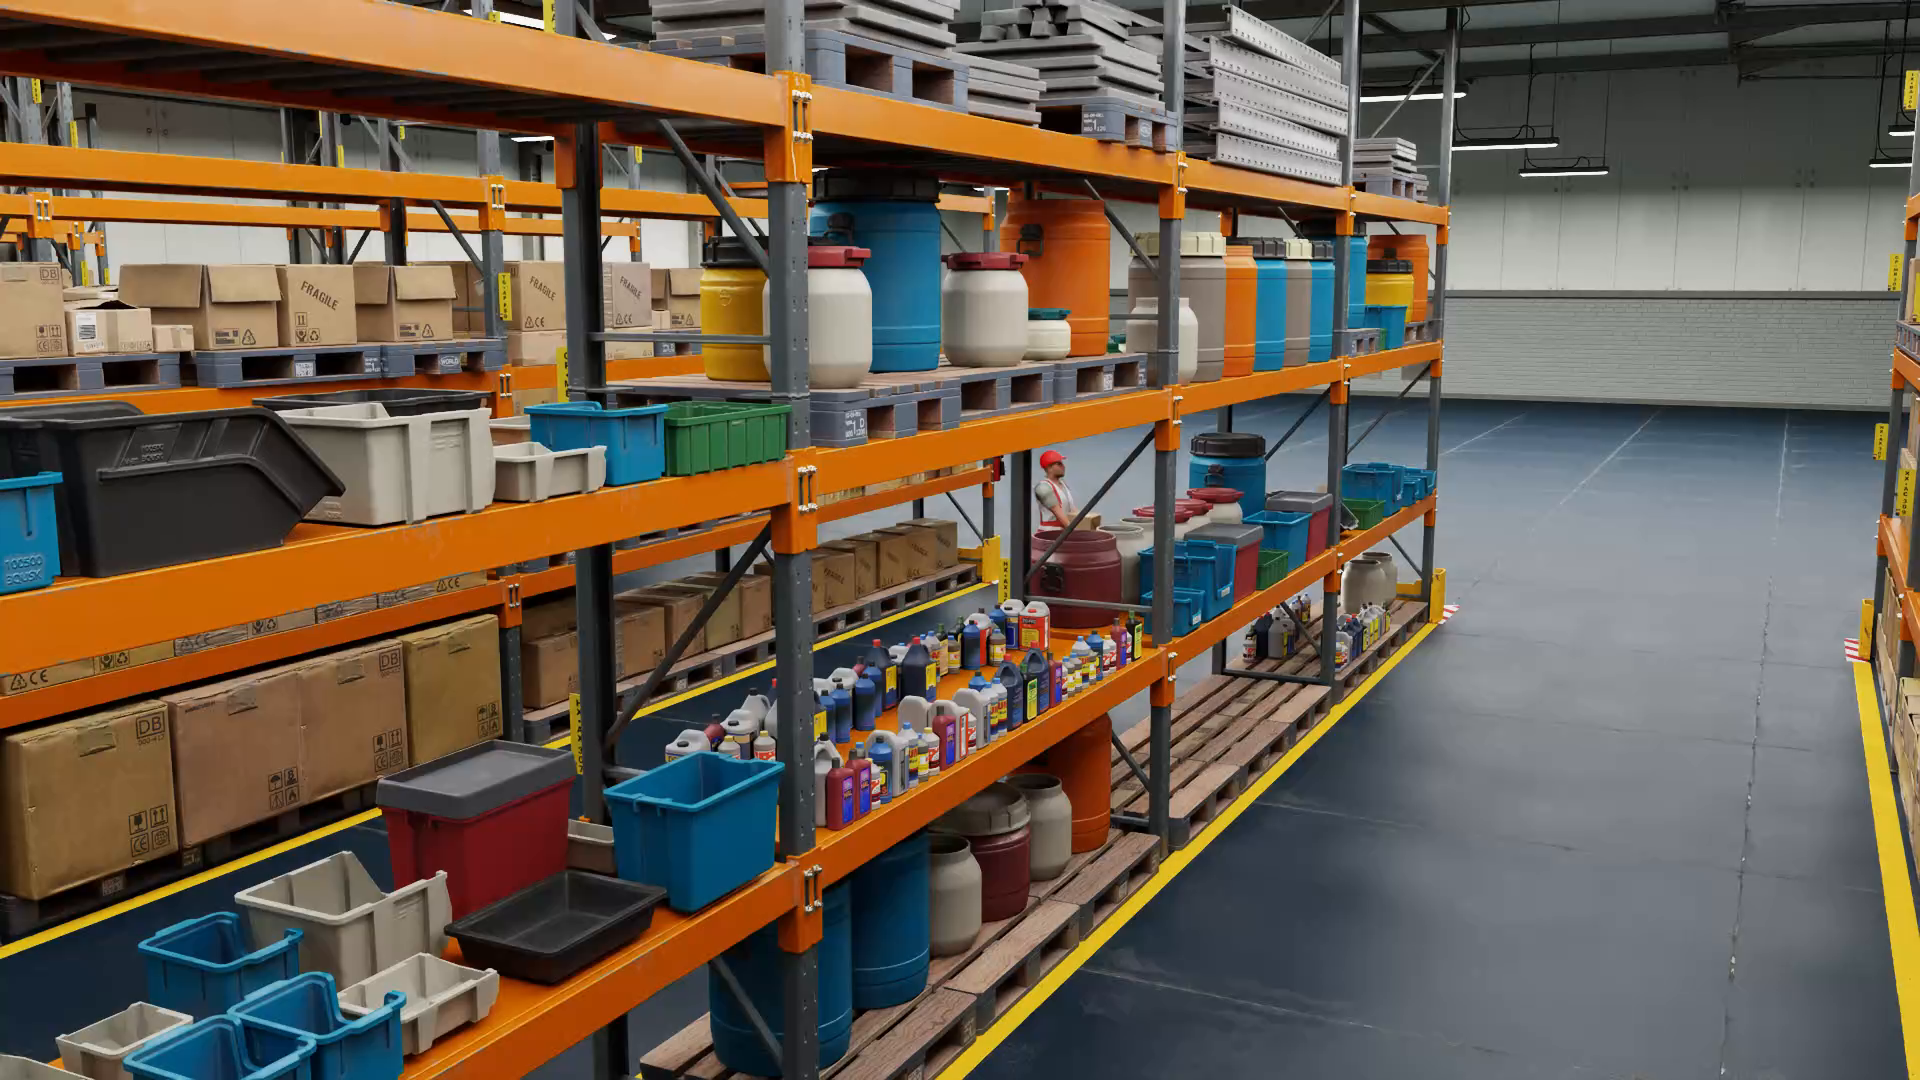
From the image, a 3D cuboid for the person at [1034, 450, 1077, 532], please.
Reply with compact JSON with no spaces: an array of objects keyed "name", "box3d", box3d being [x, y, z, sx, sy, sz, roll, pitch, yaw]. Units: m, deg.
[{"name":"person","box3d":[1.035,0.024,16.155,0.573,1.782,0.494,4,10,26]}]
